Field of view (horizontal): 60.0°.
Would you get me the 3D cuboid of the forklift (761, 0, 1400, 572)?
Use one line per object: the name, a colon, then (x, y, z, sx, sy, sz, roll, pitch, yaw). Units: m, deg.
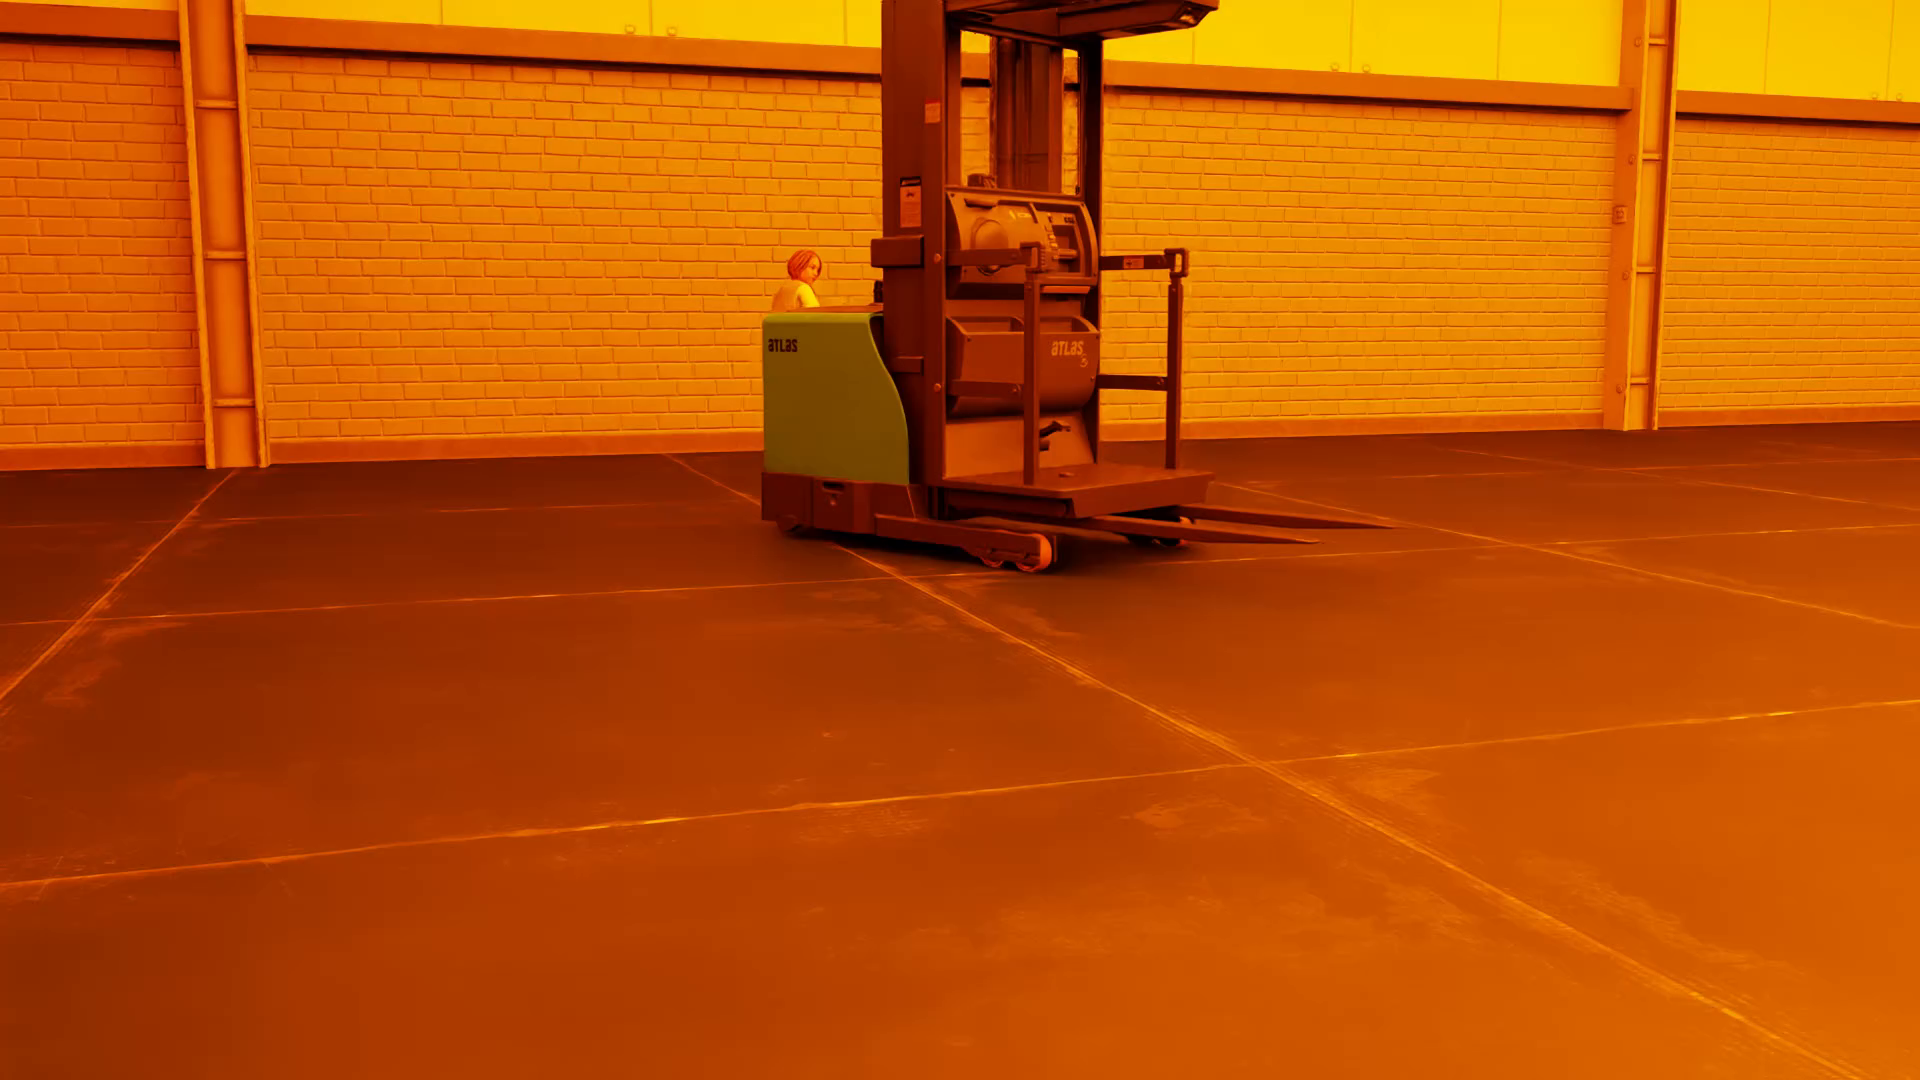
forklift: (0.443, -1.396, 7.310, 3.031, 2.935, 1.130, 7, 11, 43)

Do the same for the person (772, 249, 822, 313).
person: (-0.891, -1.073, 10.461, 0.745, 1.463, 0.770, 6, 10, 38)
